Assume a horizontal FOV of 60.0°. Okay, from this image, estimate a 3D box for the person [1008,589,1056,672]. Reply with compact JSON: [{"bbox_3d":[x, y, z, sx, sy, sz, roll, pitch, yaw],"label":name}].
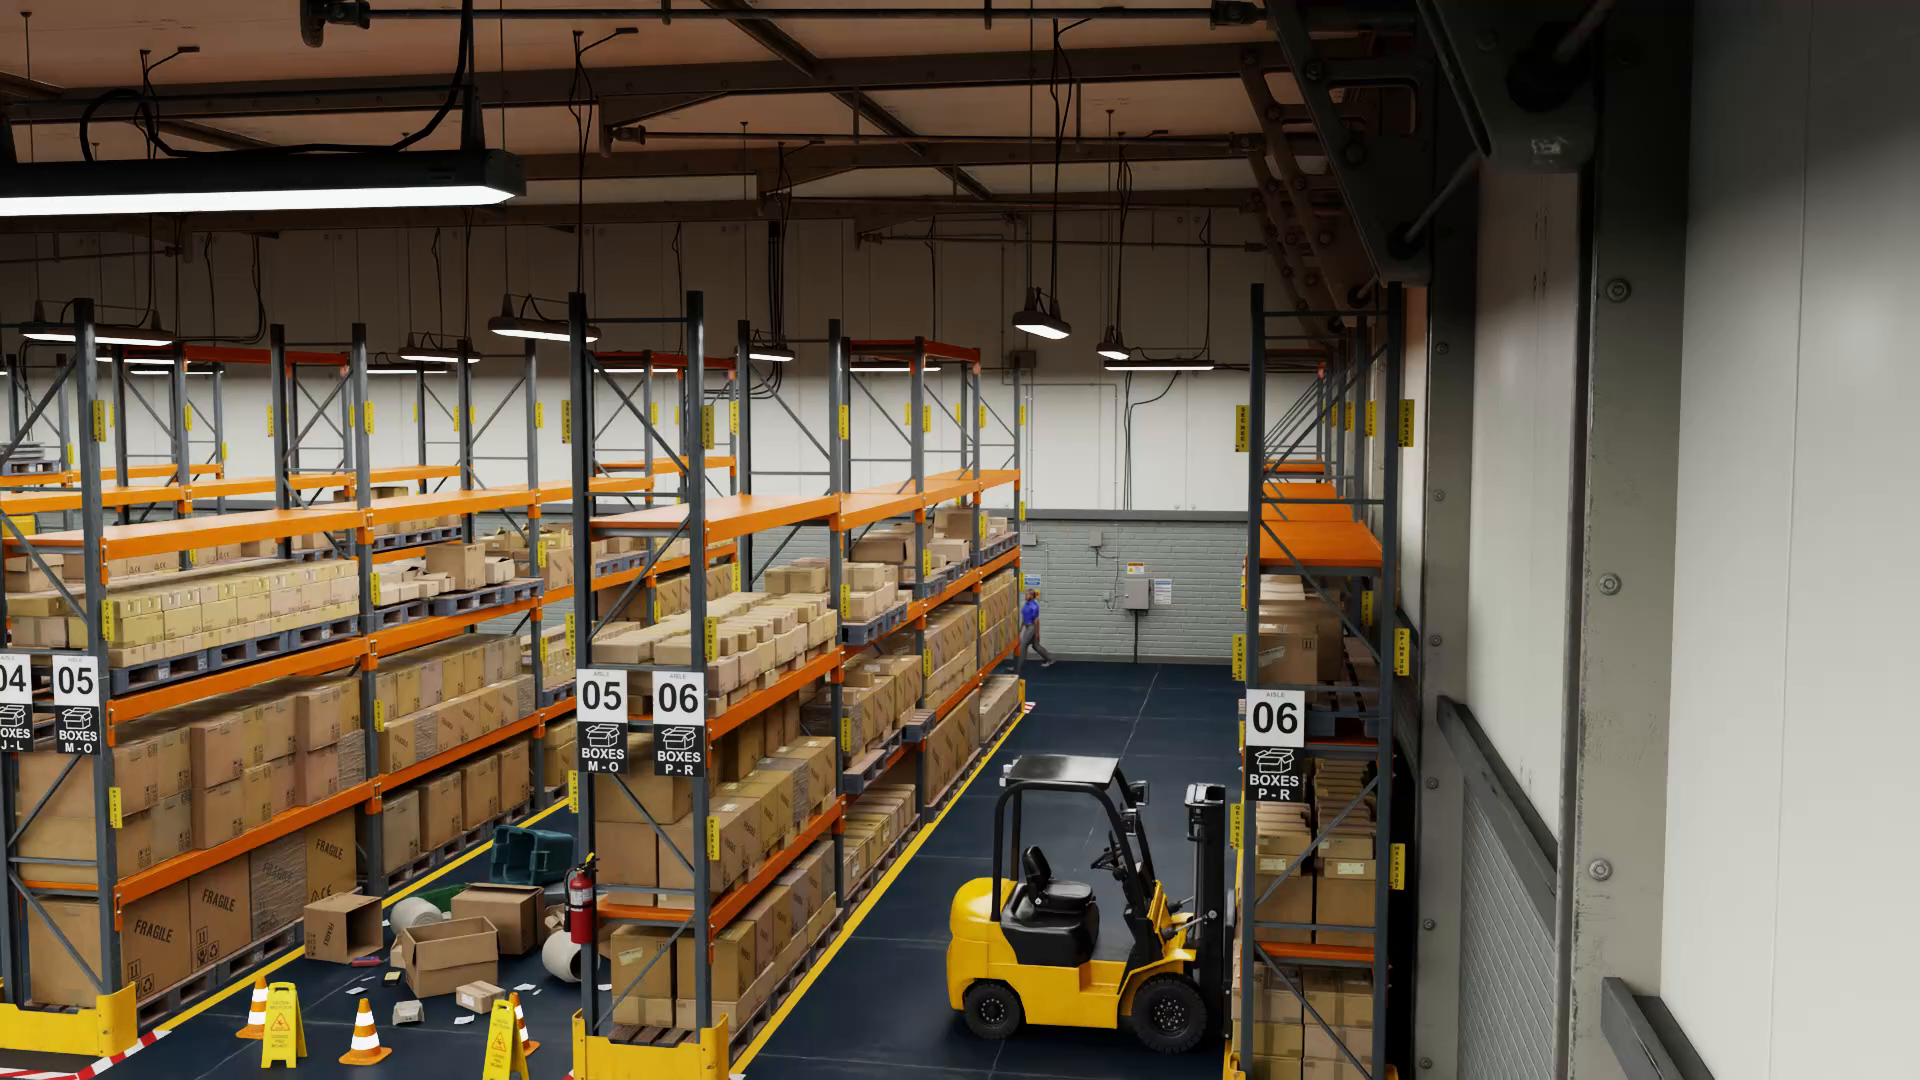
[{"bbox_3d":[1.404,1.751,32.438,0.984,1.619,0.453,-1,5,-10],"label":"person"}]
